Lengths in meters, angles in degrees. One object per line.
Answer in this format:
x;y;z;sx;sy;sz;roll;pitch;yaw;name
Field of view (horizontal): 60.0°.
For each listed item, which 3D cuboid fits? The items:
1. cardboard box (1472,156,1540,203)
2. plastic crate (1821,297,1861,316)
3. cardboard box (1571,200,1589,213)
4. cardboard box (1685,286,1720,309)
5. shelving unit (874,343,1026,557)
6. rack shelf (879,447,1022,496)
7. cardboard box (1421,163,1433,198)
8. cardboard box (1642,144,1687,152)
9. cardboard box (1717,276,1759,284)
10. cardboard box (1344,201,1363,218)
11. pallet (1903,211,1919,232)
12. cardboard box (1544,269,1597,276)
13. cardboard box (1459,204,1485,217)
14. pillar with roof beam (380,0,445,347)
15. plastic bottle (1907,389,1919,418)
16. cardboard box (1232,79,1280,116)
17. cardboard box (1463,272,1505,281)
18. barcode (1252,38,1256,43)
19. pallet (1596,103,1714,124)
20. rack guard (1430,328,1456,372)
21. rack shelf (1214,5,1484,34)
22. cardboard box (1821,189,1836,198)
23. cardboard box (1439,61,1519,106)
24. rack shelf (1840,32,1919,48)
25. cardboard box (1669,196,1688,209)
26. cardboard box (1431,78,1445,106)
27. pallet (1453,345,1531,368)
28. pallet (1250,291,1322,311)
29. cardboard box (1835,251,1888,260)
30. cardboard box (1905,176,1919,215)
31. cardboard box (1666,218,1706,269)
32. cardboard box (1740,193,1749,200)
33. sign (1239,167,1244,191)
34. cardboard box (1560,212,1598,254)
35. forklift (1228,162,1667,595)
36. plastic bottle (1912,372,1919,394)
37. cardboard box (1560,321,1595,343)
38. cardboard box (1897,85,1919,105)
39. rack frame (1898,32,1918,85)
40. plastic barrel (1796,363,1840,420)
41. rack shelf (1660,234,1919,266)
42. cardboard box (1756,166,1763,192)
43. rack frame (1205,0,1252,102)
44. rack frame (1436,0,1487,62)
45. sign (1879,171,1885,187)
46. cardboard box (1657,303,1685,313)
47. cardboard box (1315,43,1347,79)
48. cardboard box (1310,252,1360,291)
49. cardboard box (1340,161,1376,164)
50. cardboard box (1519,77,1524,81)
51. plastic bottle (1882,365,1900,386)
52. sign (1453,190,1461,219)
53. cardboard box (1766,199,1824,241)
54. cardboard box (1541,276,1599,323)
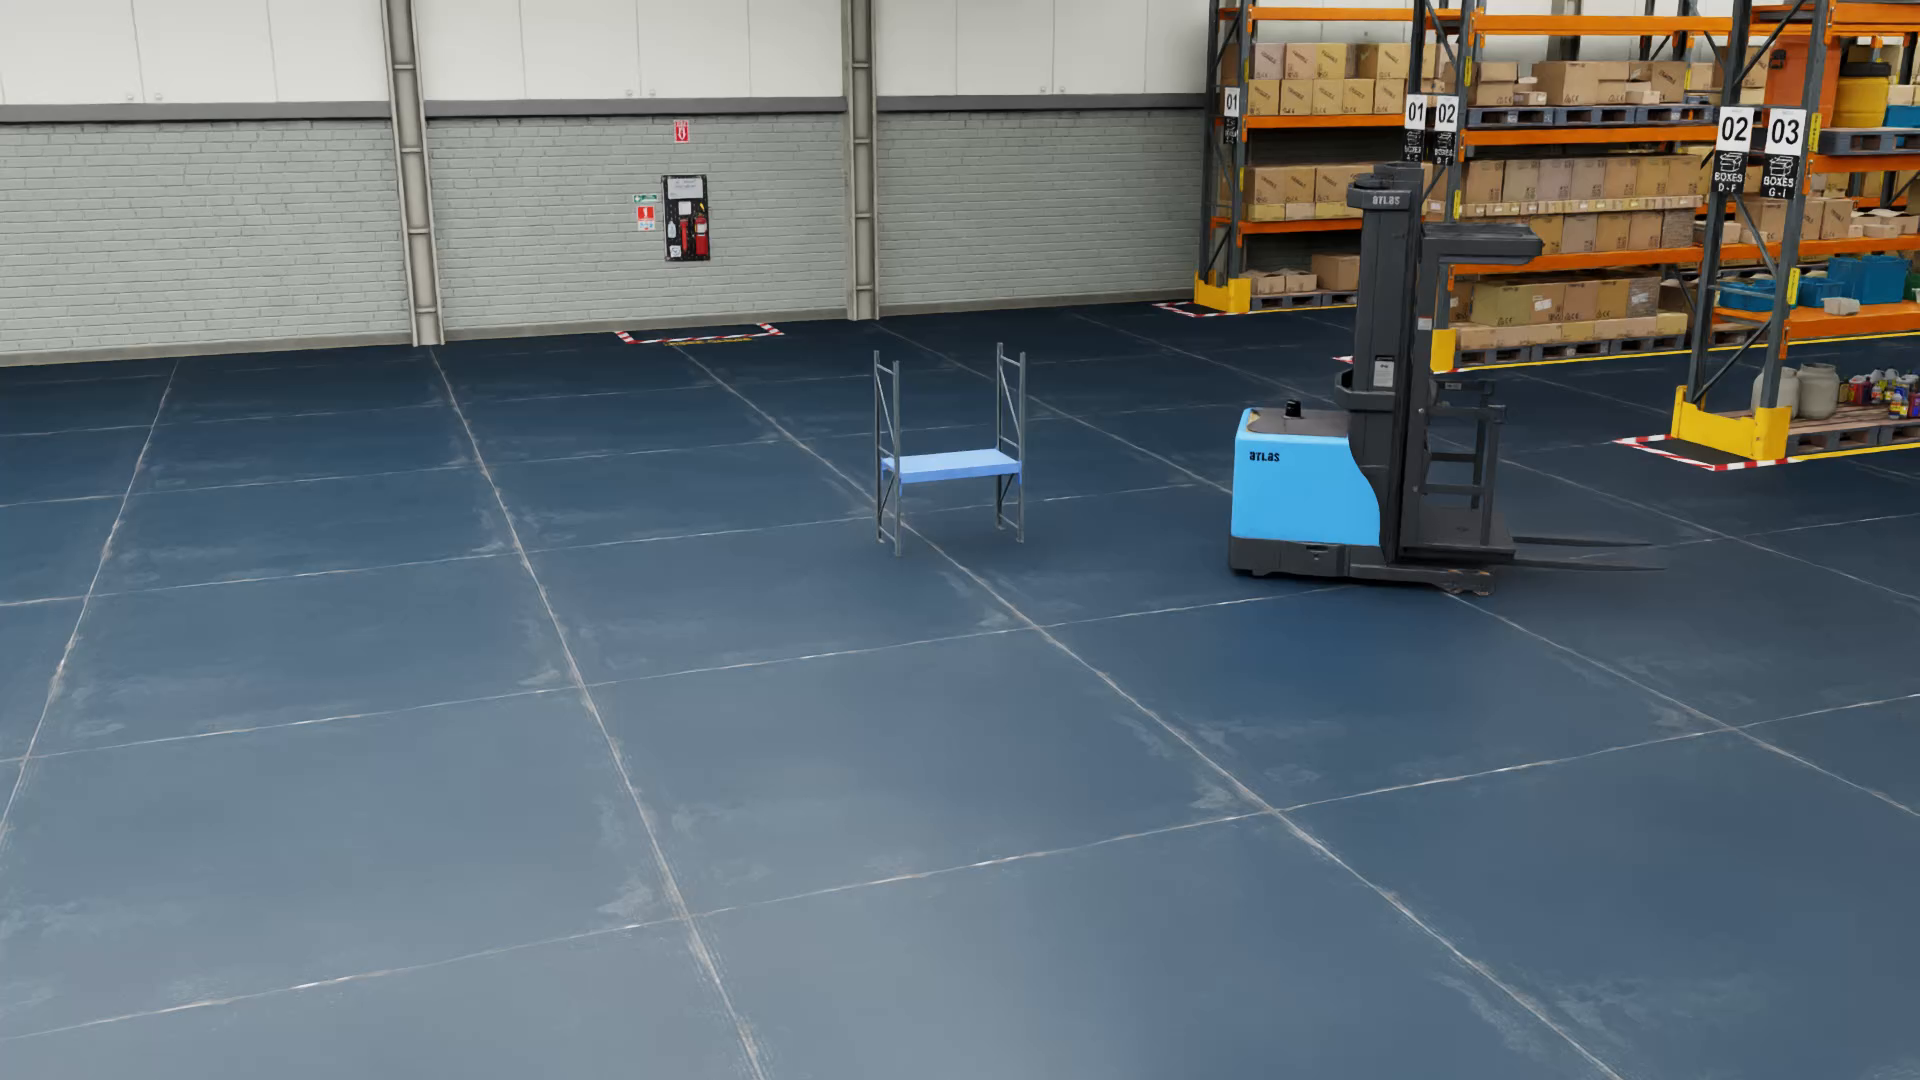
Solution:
6.617;-4.406;20.299;0.500;0.500;0.700;-7;18;-22;cardboard box
8.358;-2.208;15.760;0.250;0.136;0.298;-6;17;-20;plastic crate
7.517;-4.129;20.507;0.250;0.149;0.380;-6;17;-20;cardboard box
9.848;-3.163;21.685;0.500;0.311;0.500;-6;17;-20;cardboard box
-0.080;-0.711;12.858;1.048;1.500;0.538;-6;17;-20;shelving unit
-0.080;-0.538;12.908;1.000;0.185;0.538;-6;17;-20;rack shelf
6.802;-5.455;25.251;0.500;0.500;0.500;-6;17;-20;cardboard box
11.663;-6.416;27.551;0.500;0.250;0.500;-6;17;-19;cardboard box
10.599;-3.407;22.515;0.500;0.311;0.500;-6;17;-20;cardboard box
5.862;-4.995;25.014;0.500;0.250;0.500;-6;17;-20;cardboard box
13.716;-4.434;23.213;1.003;0.211;1.213;-6;17;-20;pallet
7.894;-3.212;21.517;0.500;0.500;0.500;-6;17;-20;cardboard box
6.081;-3.974;19.980;0.250;0.149;0.380;-6;18;-20;cardboard box
-5.459;-5.769;16.773;0.400;9.000;9.100;-6;17;-20;pillar with roof beam
9.429;-1.355;16.430;0.133;0.283;0.061;-6;17;-19;plastic bottle
4.264;-6.400;24.032;0.500;0.500;0.500;-6;17;-19;cardboard box
8.278;-4.429;26.512;0.500;0.500;0.700;-6;17;-18;cardboard box
4.346;-7.393;24.610;0.075;0.075;0.001;-6;17;-20;barcode
8.586;-5.339;20.791;1.213;0.211;1.003;-6;17;-20;pallet
5.615;-2.430;20.487;0.348;0.500;1.175;-6;17;-20;rack guard
5.729;-7.669;24.524;4.000;0.370;1.077;-6;17;-20;rack shelf
14.626;-5.894;28.255;0.250;0.149;0.380;-6;17;-19;cardboard box
6.176;-5.446;19.821;0.637;0.503;0.797;-5;17;-16;cardboard box
16.935;-8.688;28.699;4.000;0.370;1.077;-6;17;-20;rack shelf
8.964;-4.287;21.043;0.250;0.149;0.380;-7;18;-21;cardboard box
7.212;-6.719;25.118;0.500;0.500;0.500;-6;17;-19;cardboard box
6.337;-2.382;20.836;1.213;0.211;1.003;-6;17;-20;pallet
4.704;-3.678;25.247;1.213;0.211;1.003;-6;17;-20;pallet
15.802;-5.196;29.158;0.500;0.500;0.700;-6;17;-19;cardboard box
13.656;-4.781;23.134;0.500;0.500;0.700;-13;21;-38;cardboard box
12.066;-4.951;27.706;0.750;0.750;0.750;-6;18;-21;cardboard box
12.914;-5.740;27.732;0.250;0.149;0.380;-6;17;-19;cardboard box
4.056;-5.208;23.972;0.005;0.325;0.100;-6;17;-20;sign
7.523;-3.881;20.812;0.500;0.500;0.700;-6;17;-18;cardboard box
3.540;-1.179;11.910;3.031;2.935;1.130;4;17;12;forklift
9.940;-1.618;17.346;0.097;0.271;0.097;0;16;0;plastic bottle
7.620;-2.661;20.970;0.500;0.250;0.500;-6;17;-20;cardboard box
12.705;-5.947;22.223;0.500;0.250;0.500;-8;18;-24;cardboard box
13.108;-7.317;22.045;0.127;3.000;1.000;-6;17;-20;rack frame
8.462;-1.473;16.462;0.421;0.512;0.421;0;16;0;plastic barrel
11.241;-3.892;22.305;4.000;0.370;1.077;-6;17;-20;rack shelf
13.317;-6.078;27.732;0.500;0.500;0.500;-6;17;-19;cardboard box
3.862;-7.814;23.735;0.127;3.000;1.000;-6;17;-20;rack frame
7.597;-8.217;25.108;0.127;3.000;1.000;-6;17;-20;rack frame
12.905;-5.098;23.221;0.005;0.325;0.100;-6;17;-20;sign
9.657;-3.036;22.247;0.500;0.250;0.500;-6;18;-21;cardboard box
5.270;-6.979;24.228;0.500;0.500;0.500;-6;17;-19;cardboard box
5.775;-4.111;25.430;0.500;0.500;0.700;-7;18;-24;cardboard box
6.132;-5.544;25.552;0.500;0.500;0.500;-6;17;-19;cardboard box
8.711;-7.033;25.812;0.500;0.311;0.500;-6;17;-18;cardboard box
9.667;-1.638;17.273;0.185;0.351;0.144;-6;18;-21;plastic bottle
5.831;-3.939;19.511;0.005;0.325;0.100;-6;17;-20;sign
11.056;-4.260;22.105;0.500;0.500;0.500;-6;17;-20;cardboard box
7.620;-3.020;20.863;0.500;0.500;0.500;-6;17;-20;cardboard box
